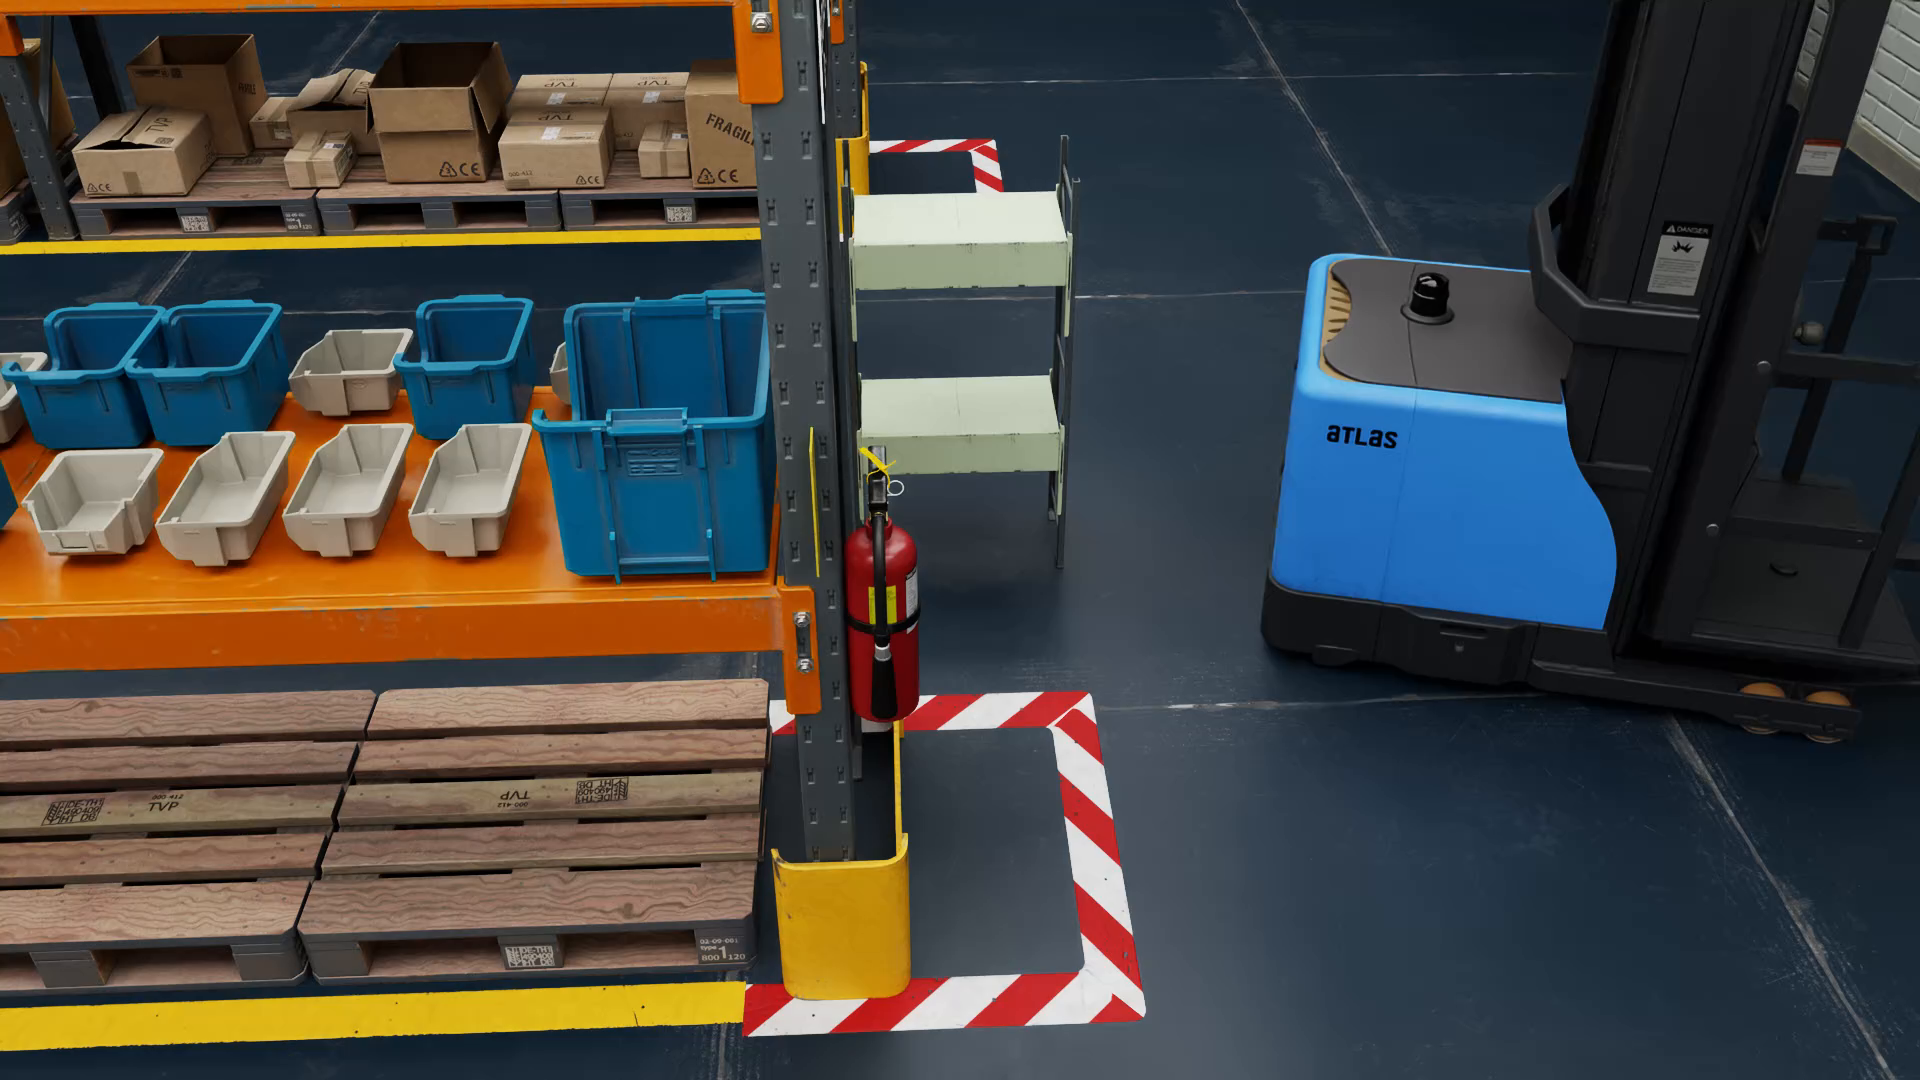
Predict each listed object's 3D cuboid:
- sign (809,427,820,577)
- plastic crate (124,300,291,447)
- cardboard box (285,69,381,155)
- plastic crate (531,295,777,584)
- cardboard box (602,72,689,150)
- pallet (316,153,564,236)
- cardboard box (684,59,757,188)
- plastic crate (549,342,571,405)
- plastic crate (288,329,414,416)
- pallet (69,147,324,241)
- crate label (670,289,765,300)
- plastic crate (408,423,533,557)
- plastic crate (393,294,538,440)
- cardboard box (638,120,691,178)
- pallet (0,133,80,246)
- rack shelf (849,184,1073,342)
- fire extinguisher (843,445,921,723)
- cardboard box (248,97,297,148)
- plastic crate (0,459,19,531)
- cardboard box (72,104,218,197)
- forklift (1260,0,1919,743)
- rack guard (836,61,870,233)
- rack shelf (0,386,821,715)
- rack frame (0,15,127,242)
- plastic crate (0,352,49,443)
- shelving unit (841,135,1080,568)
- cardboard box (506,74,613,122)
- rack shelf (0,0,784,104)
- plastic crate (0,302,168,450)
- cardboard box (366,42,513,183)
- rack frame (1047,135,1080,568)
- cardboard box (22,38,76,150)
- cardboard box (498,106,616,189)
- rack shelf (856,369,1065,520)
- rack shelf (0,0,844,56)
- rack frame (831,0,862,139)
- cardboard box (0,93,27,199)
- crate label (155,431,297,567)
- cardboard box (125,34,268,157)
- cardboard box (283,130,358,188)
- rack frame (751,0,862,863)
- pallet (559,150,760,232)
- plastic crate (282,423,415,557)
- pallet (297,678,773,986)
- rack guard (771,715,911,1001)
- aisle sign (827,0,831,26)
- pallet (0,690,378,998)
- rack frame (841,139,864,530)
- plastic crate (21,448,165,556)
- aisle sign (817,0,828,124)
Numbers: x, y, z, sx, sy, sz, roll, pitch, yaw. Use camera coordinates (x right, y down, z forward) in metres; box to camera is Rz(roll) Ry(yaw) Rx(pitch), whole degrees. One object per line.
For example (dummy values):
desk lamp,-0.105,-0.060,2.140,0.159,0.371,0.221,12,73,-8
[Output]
sign,-0.313,-0.079,3.585,0.005,0.325,0.100,-2,35,-2
plastic crate,-1.932,-0.425,4.323,0.300,0.233,0.416,-2,35,-2
cardboard box,-3.276,-2.305,8.920,0.500,0.311,0.500,-2,35,-2
plastic crate,-0.680,-0.248,3.889,0.499,0.435,0.616,-2,35,-2
cardboard box,-1.642,-2.324,9.001,0.500,0.250,0.500,-2,35,-2
pallet,-2.673,-1.938,8.865,1.213,0.211,1.003,-2,35,-2
cardboard box,-1.117,-2.139,8.514,0.500,0.500,0.500,-2,35,-2
plastic crate,-0.941,-0.460,4.457,0.298,0.136,0.250,-2,35,-2
plastic crate,-1.619,-0.441,4.431,0.298,0.136,0.250,-2,35,-2
pallet,-3.895,-1.904,8.815,1.213,0.211,1.003,-2,35,-2
crate label,-0.617,-0.461,4.374,0.303,0.233,0.416,-2,35,-2
plastic crate,-1.161,-0.116,3.960,0.243,0.136,0.396,-2,35,-2
plastic crate,-1.275,-0.443,4.349,0.300,0.233,0.416,-2,35,-2
cardboard box,-1.526,-2.042,8.667,0.250,0.166,0.380,-2,35,-2
pallet,-5.392,-1.842,8.727,1.213,0.211,1.003,-2,35,-2
rack shelf,-0.007,-0.937,5.601,0.720,0.370,0.431,-2,35,-2
fire extinguisher,-0.183,0.115,3.844,0.183,0.674,0.296,-2,35,-2
cardboard box,-3.654,-2.262,9.001,0.250,0.149,0.380,-2,35,-2
plastic crate,-2.394,-0.079,3.823,0.300,0.233,0.416,-2,35,-2
cardboard box,-4.152,-1.996,8.474,0.500,0.311,0.500,-2,35,-2
forklift,2.597,-0.890,4.960,3.031,2.935,1.130,7,35,10
rack guard,-0.661,-2.110,8.860,0.348,0.500,1.175,-2,35,-2
rack shelf,-2.353,0.025,4.210,4.000,0.370,1.077,-2,35,-2
rack frame,-4.581,-3.032,7.996,0.127,3.000,1.000,-2,35,-2
plastic crate,-2.625,-0.351,4.300,0.466,0.136,0.293,-2,35,-2
shelving unit,-0.007,-0.617,5.823,0.755,1.500,0.431,-2,35,-2
cardboard box,-2.141,-2.310,8.982,0.500,0.250,0.500,-2,35,-2
rack shelf,-2.353,-1.208,3.356,4.000,0.370,1.077,-2,35,-2
plastic crate,-2.232,-0.417,4.311,0.300,0.233,0.416,-2,35,-2
cardboard box,-2.705,-2.240,8.658,0.637,0.503,0.797,-2,35,-2
rack frame,0.359,-0.626,5.837,0.023,1.500,0.400,-2,35,-2
cardboard box,-5.076,-2.311,8.763,0.500,0.500,0.500,-3,35,-4
cardboard box,-2.067,-2.027,8.573,0.500,0.250,0.500,-2,35,-2
rack shelf,-0.007,-0.348,6.008,0.720,0.370,0.431,-2,35,-2
rack shelf,-2.583,-2.790,8.278,4.000,0.370,1.077,-2,35,-2
rack frame,-0.586,-3.140,8.152,0.127,3.000,1.000,-2,35,-2
cardboard box,-5.060,-2.009,8.327,0.500,0.500,0.500,-2,35,-2
crate label,-1.728,-0.095,3.930,0.243,0.136,0.396,-2,35,-2
cardboard box,-4.025,-2.362,8.837,0.500,0.500,0.500,-2,35,-2
cardboard box,-3.288,-1.966,8.557,0.250,0.166,0.380,-2,35,-2
rack frame,-0.355,-0.324,4.083,0.127,3.000,1.000,-2,35,-2
pallet,-1.458,-1.969,8.910,1.213,0.211,1.003,-2,35,-2
plastic crate,-1.451,-0.116,3.961,0.243,0.136,0.396,-2,35,-2
pallet,-1.180,0.822,4.876,1.213,0.211,1.003,-2,35,-2
rack guard,-0.331,0.695,4.806,0.348,0.500,1.175,-2,35,-2
aisle sign,-0.297,-1.564,3.590,0.004,0.787,0.394,-2,35,-2
pallet,-2.396,0.854,4.831,1.213,0.211,1.003,-2,35,-2
rack frame,-0.372,-0.607,5.809,0.023,1.500,0.400,-2,35,-2
plastic crate,-2.023,-0.076,3.903,0.250,0.136,0.298,-2,35,-2
aisle sign,-0.269,-1.229,3.105,0.004,0.787,0.394,-2,35,-2
